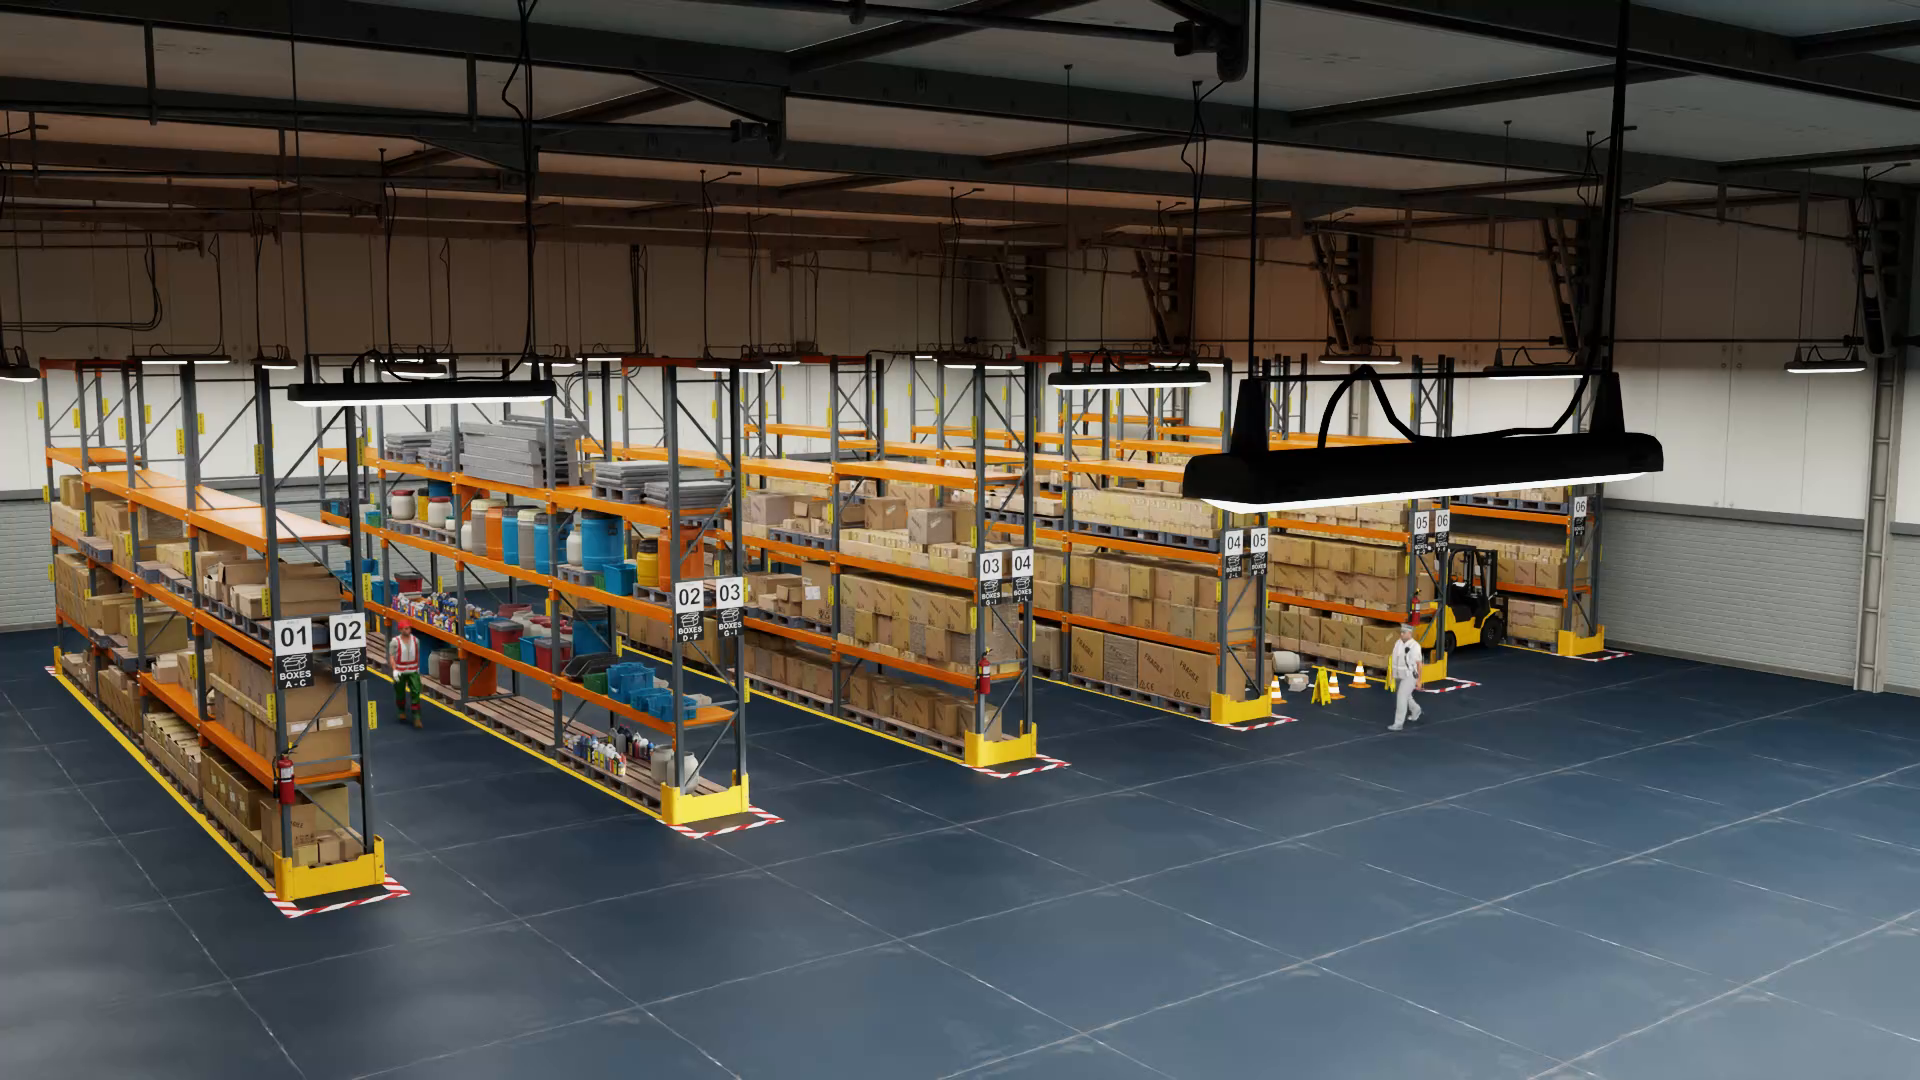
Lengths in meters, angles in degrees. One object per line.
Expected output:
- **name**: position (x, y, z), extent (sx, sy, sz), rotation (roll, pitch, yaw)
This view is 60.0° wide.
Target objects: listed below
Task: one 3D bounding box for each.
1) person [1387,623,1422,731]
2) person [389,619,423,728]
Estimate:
- **person**: position (7.304, 2.205, 27.162), extent (1.019, 1.730, 0.538), rotation (-5, 8, -35)
- **person**: position (-9.107, 2.166, 27.344), extent (0.523, 1.725, 1.041), rotation (-4, 8, -28)
